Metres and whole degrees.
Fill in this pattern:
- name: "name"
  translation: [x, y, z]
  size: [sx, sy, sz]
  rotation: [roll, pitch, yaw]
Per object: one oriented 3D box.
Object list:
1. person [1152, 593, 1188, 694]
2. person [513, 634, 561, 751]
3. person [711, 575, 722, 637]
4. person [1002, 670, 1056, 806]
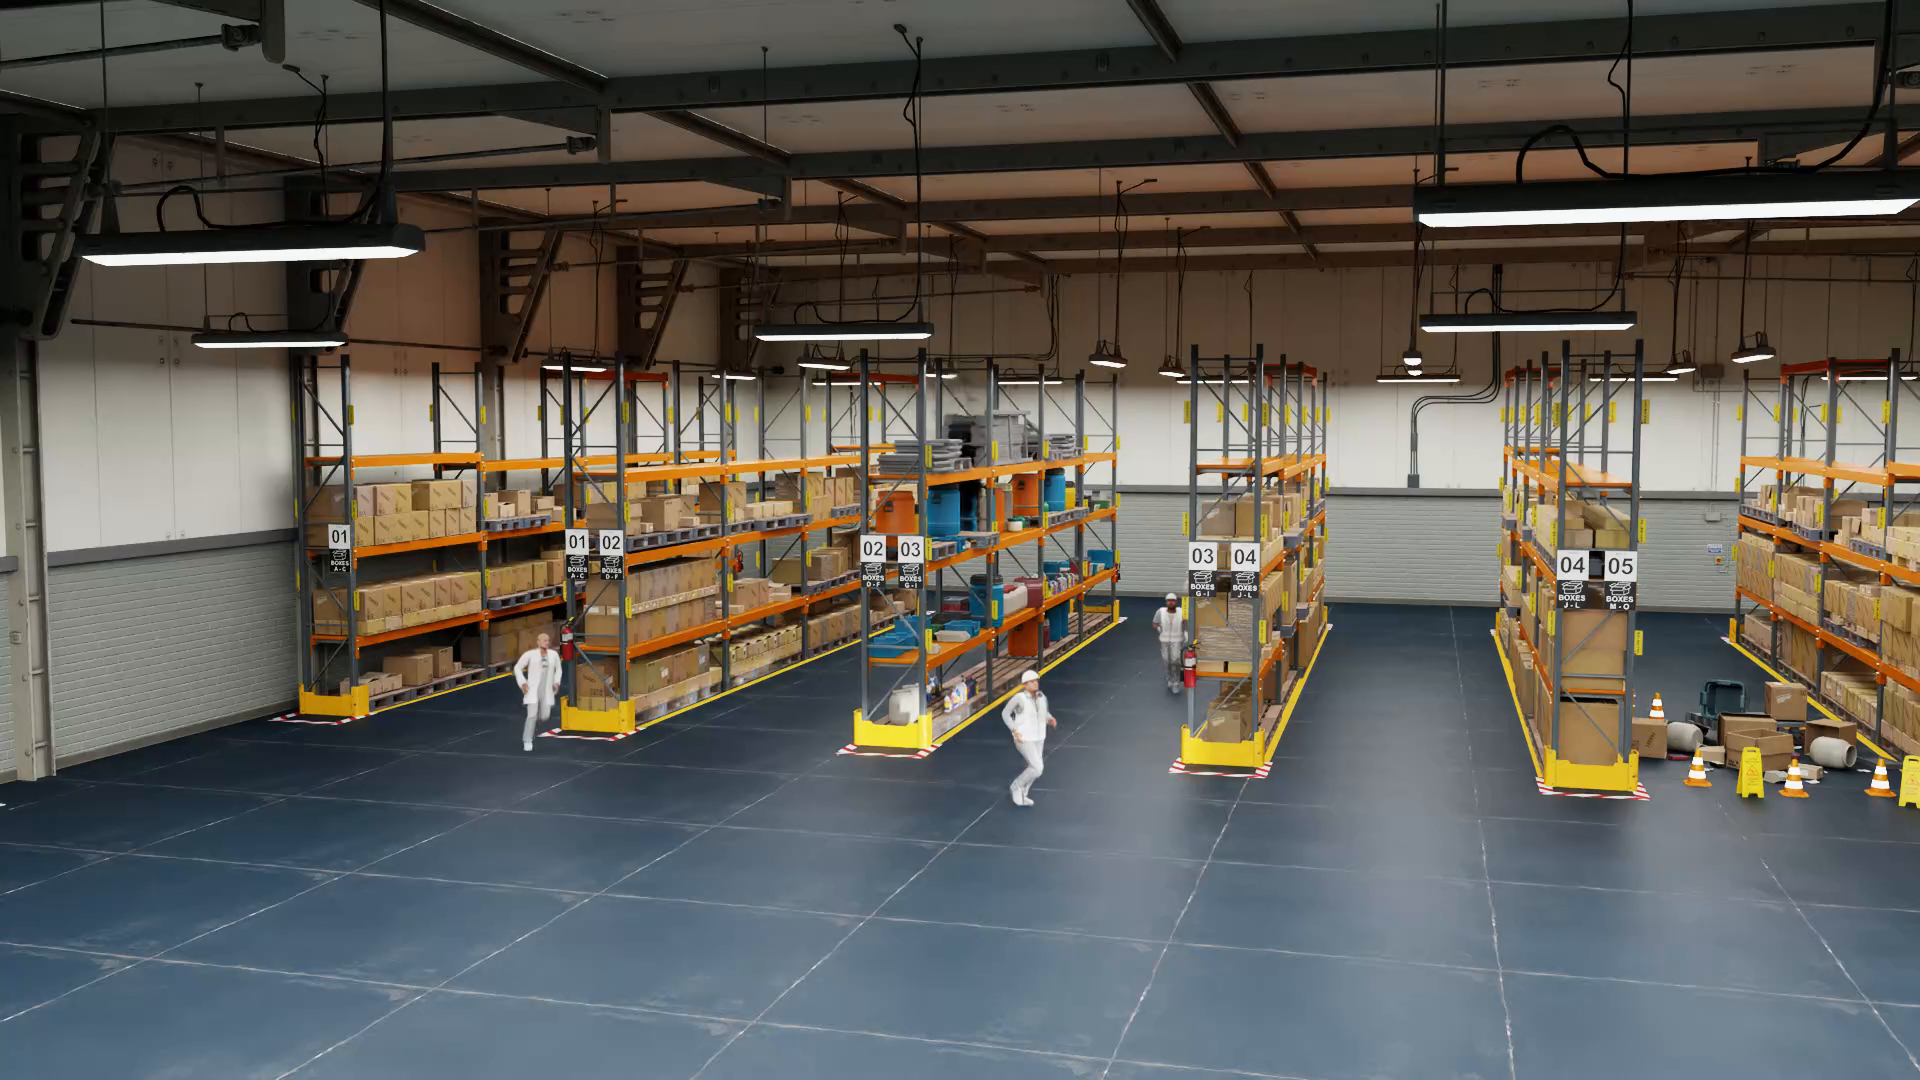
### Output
- name: "person"
  translation: [3.804, 1.872, 30.077]
  size: [0.659, 1.829, 0.759]
  rotation: [1, 4, 16]
- name: "person"
  translation: [-6.377, 2.274, 25.171]
  size: [0.752, 1.725, 0.613]
  rotation: [-3, 5, -33]
- name: "person"
  translation: [-5.048, 1.563, 34.893]
  size: [0.605, 1.669, 0.569]
  rotation: [1, 5, 19]
- name: "person"
  translation: [0.938, 2.533, 21.233]
  size: [0.641, 1.740, 0.629]
  rotation: [-4, 6, -42]
